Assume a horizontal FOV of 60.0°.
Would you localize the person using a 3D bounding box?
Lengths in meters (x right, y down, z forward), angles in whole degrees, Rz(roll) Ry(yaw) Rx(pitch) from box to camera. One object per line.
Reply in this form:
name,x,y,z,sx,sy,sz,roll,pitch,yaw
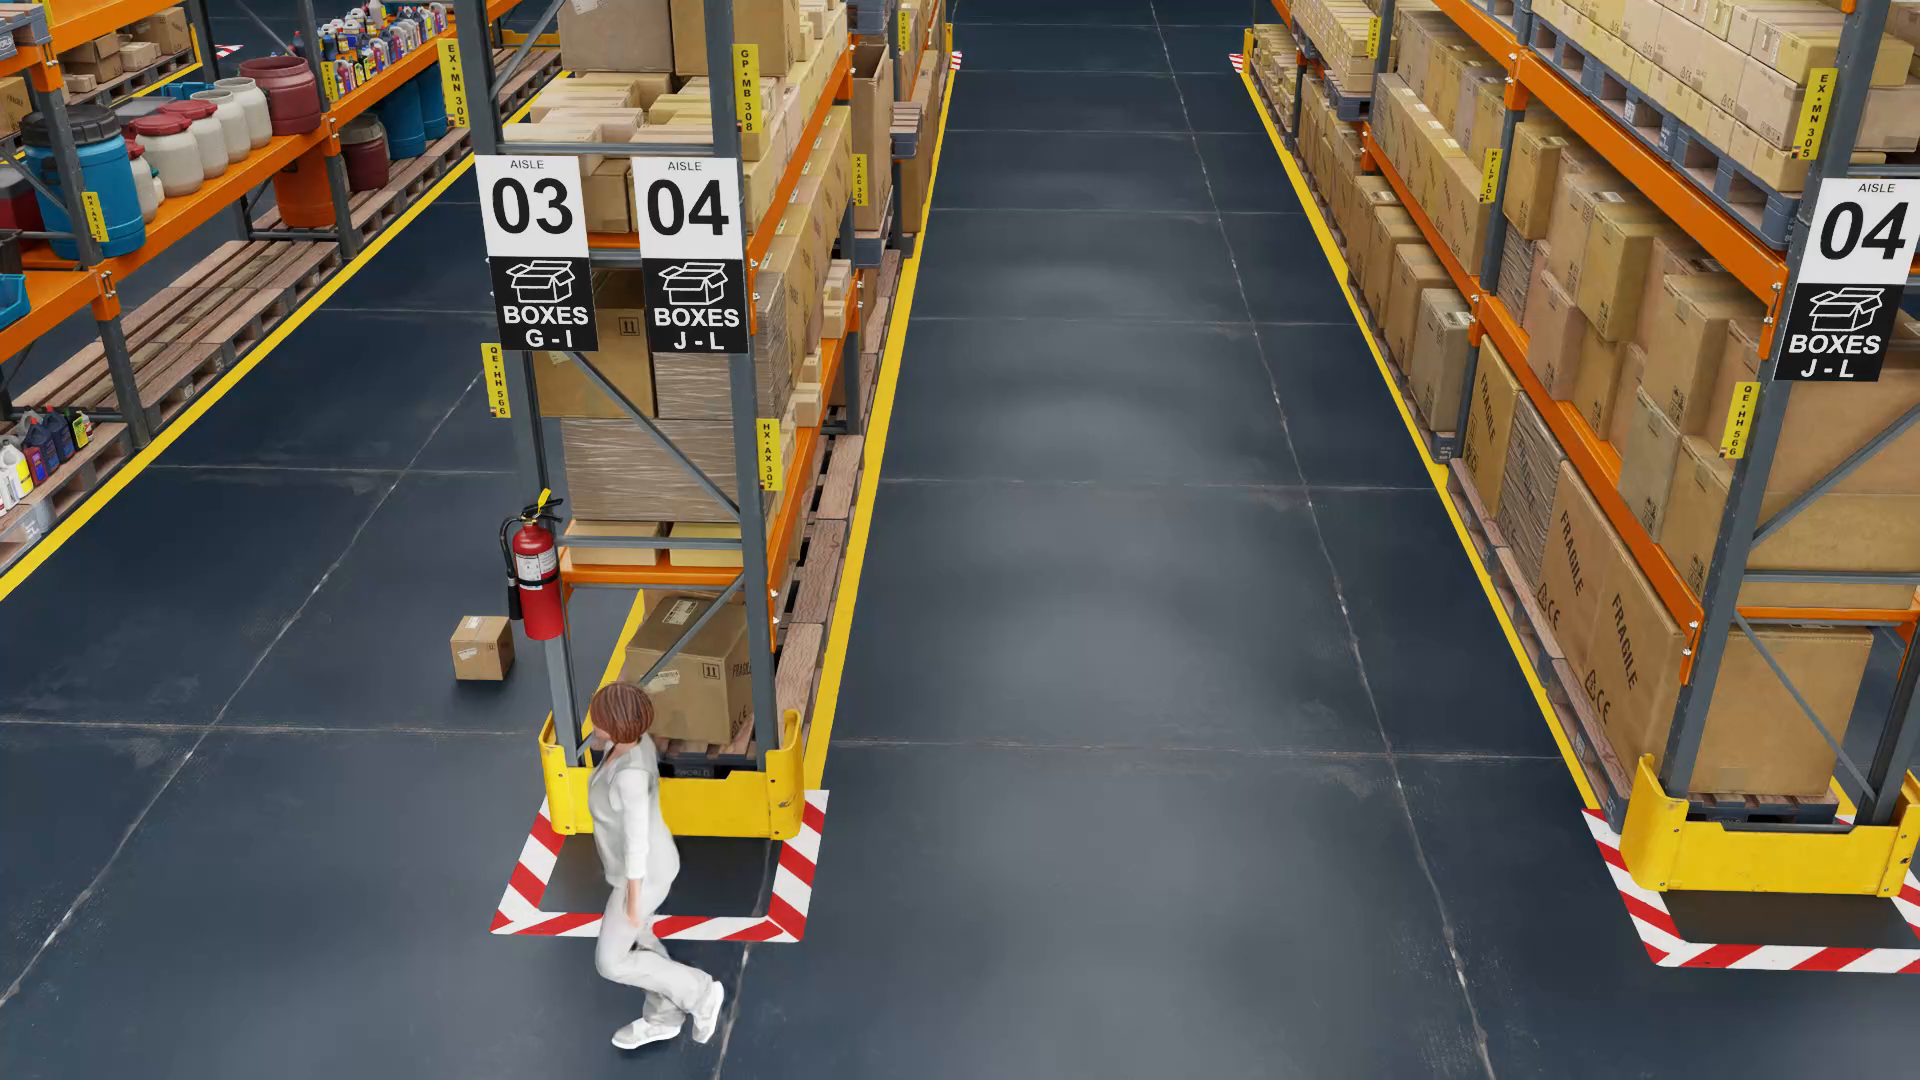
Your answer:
person,-1.179,1.246,6.281,0.463,1.583,0.448,-6,29,-12
